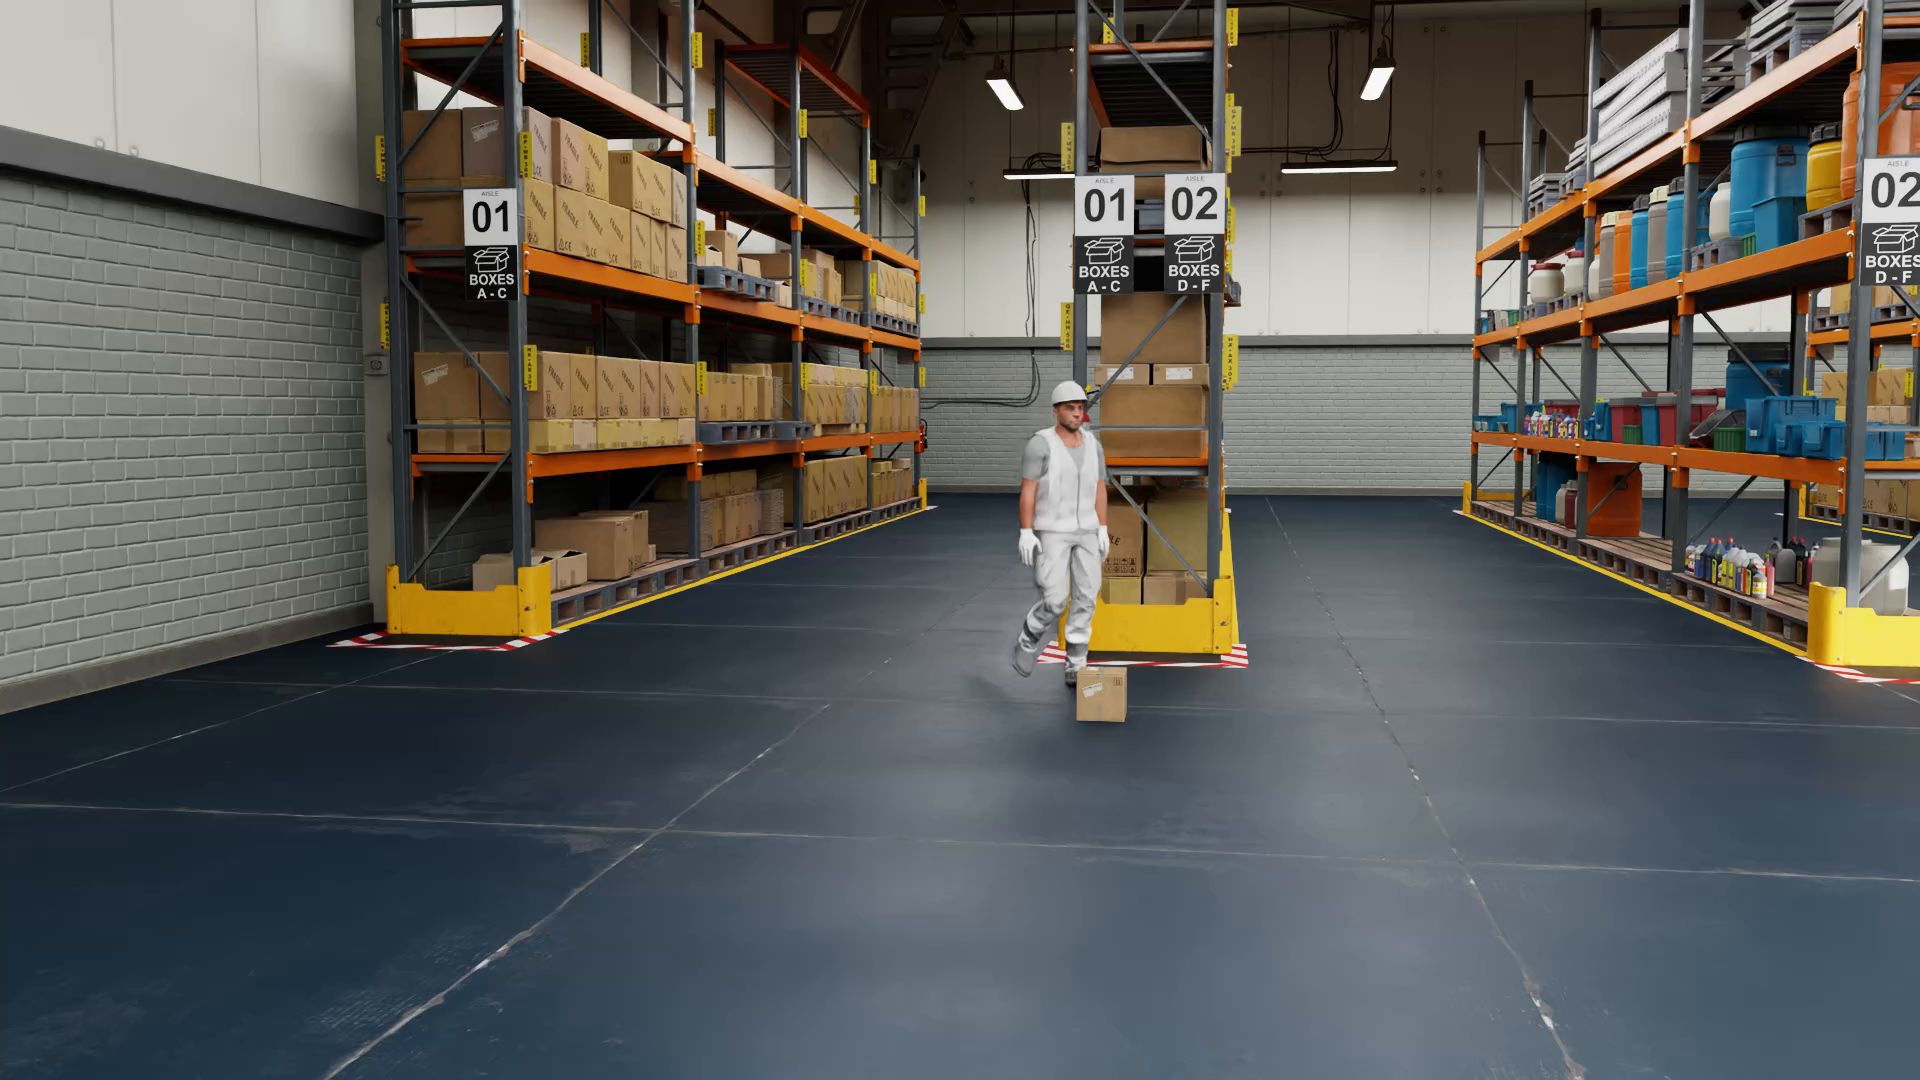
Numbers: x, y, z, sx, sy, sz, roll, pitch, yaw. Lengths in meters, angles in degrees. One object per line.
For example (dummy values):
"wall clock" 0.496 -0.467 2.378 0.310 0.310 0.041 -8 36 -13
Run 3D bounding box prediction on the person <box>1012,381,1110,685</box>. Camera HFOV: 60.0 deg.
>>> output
"person" 0.583 -0.031 9.694 0.587 1.779 0.534 -3 5 -31
